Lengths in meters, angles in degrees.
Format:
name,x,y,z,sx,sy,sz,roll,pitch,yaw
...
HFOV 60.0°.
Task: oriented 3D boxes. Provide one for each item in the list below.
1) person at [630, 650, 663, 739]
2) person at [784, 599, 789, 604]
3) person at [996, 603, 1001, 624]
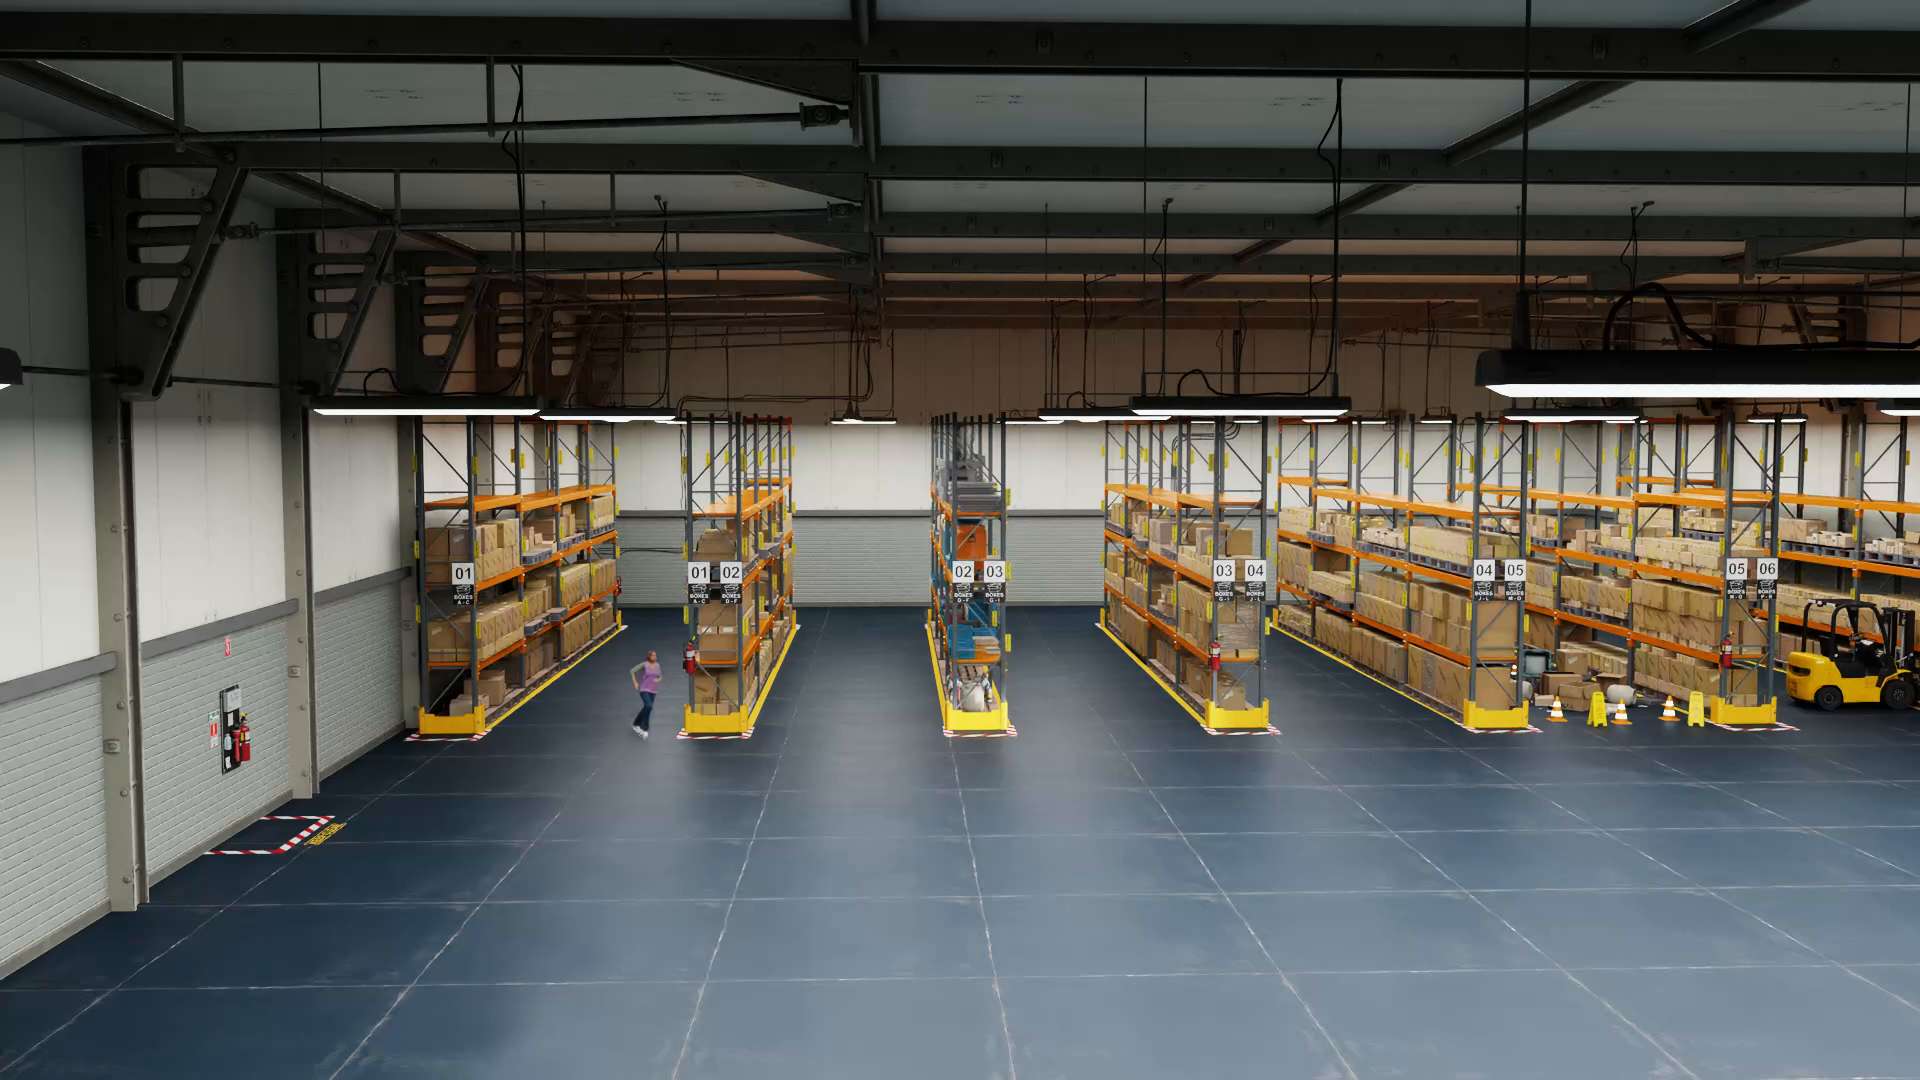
name,x,y,z,sx,sy,sz,roll,pitch,yaw
person,-5.809,2.849,30.874,0.663,1.625,0.541,4,5,44
person,-5.151,1.592,48.217,0.567,1.712,0.689,1,4,11
person,0.899,1.625,48.032,0.789,1.648,0.573,3,5,34
